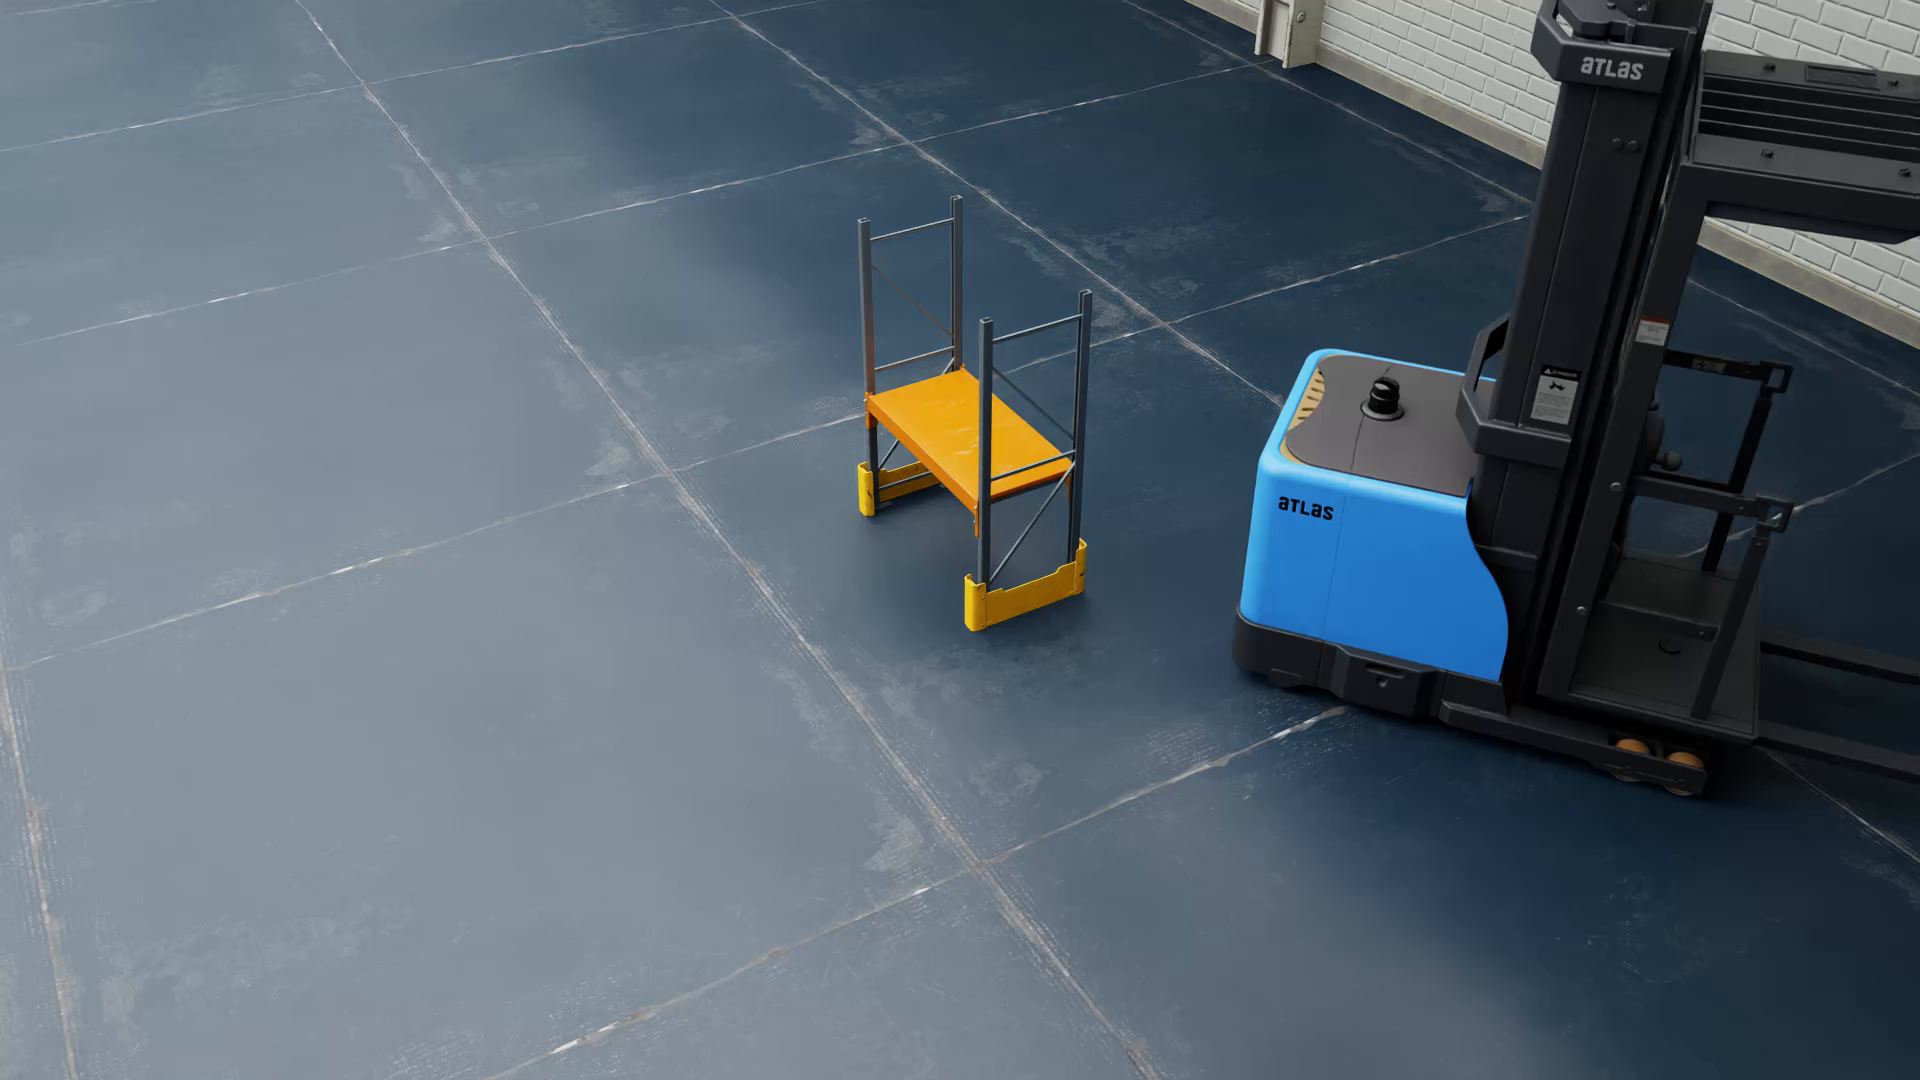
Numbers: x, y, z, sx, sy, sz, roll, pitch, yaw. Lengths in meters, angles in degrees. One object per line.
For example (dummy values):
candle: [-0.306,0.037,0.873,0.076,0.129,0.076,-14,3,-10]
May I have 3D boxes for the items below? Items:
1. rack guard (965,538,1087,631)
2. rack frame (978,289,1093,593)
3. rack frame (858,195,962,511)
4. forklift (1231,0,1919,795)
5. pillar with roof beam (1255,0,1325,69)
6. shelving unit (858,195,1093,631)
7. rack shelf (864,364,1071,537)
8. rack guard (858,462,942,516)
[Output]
rack guard: [0.288,0.192,7.275,0.587,0.250,0.087,-19,40,-24]
rack frame: [0.298,-0.303,6.893,0.500,1.500,0.032,-19,40,-24]
rack frame: [-0.213,-0.821,7.603,0.500,1.500,0.032,-19,40,-24]
forklift: [2.705,-0.558,6.029,3.031,2.935,1.130,13,38,18]
pillar with roof beam: [-1.201,-6.095,8.466,9.100,9.000,0.400,-19,40,-24]
shelving unit: [0.038,-0.567,7.254,0.587,1.500,1.083,-19,40,-24]
rack shelf: [0.043,-0.417,7.354,0.538,0.185,1.000,-19,40,-24]
rack guard: [-0.212,-0.316,7.971,0.587,0.250,0.087,-19,40,-24]
